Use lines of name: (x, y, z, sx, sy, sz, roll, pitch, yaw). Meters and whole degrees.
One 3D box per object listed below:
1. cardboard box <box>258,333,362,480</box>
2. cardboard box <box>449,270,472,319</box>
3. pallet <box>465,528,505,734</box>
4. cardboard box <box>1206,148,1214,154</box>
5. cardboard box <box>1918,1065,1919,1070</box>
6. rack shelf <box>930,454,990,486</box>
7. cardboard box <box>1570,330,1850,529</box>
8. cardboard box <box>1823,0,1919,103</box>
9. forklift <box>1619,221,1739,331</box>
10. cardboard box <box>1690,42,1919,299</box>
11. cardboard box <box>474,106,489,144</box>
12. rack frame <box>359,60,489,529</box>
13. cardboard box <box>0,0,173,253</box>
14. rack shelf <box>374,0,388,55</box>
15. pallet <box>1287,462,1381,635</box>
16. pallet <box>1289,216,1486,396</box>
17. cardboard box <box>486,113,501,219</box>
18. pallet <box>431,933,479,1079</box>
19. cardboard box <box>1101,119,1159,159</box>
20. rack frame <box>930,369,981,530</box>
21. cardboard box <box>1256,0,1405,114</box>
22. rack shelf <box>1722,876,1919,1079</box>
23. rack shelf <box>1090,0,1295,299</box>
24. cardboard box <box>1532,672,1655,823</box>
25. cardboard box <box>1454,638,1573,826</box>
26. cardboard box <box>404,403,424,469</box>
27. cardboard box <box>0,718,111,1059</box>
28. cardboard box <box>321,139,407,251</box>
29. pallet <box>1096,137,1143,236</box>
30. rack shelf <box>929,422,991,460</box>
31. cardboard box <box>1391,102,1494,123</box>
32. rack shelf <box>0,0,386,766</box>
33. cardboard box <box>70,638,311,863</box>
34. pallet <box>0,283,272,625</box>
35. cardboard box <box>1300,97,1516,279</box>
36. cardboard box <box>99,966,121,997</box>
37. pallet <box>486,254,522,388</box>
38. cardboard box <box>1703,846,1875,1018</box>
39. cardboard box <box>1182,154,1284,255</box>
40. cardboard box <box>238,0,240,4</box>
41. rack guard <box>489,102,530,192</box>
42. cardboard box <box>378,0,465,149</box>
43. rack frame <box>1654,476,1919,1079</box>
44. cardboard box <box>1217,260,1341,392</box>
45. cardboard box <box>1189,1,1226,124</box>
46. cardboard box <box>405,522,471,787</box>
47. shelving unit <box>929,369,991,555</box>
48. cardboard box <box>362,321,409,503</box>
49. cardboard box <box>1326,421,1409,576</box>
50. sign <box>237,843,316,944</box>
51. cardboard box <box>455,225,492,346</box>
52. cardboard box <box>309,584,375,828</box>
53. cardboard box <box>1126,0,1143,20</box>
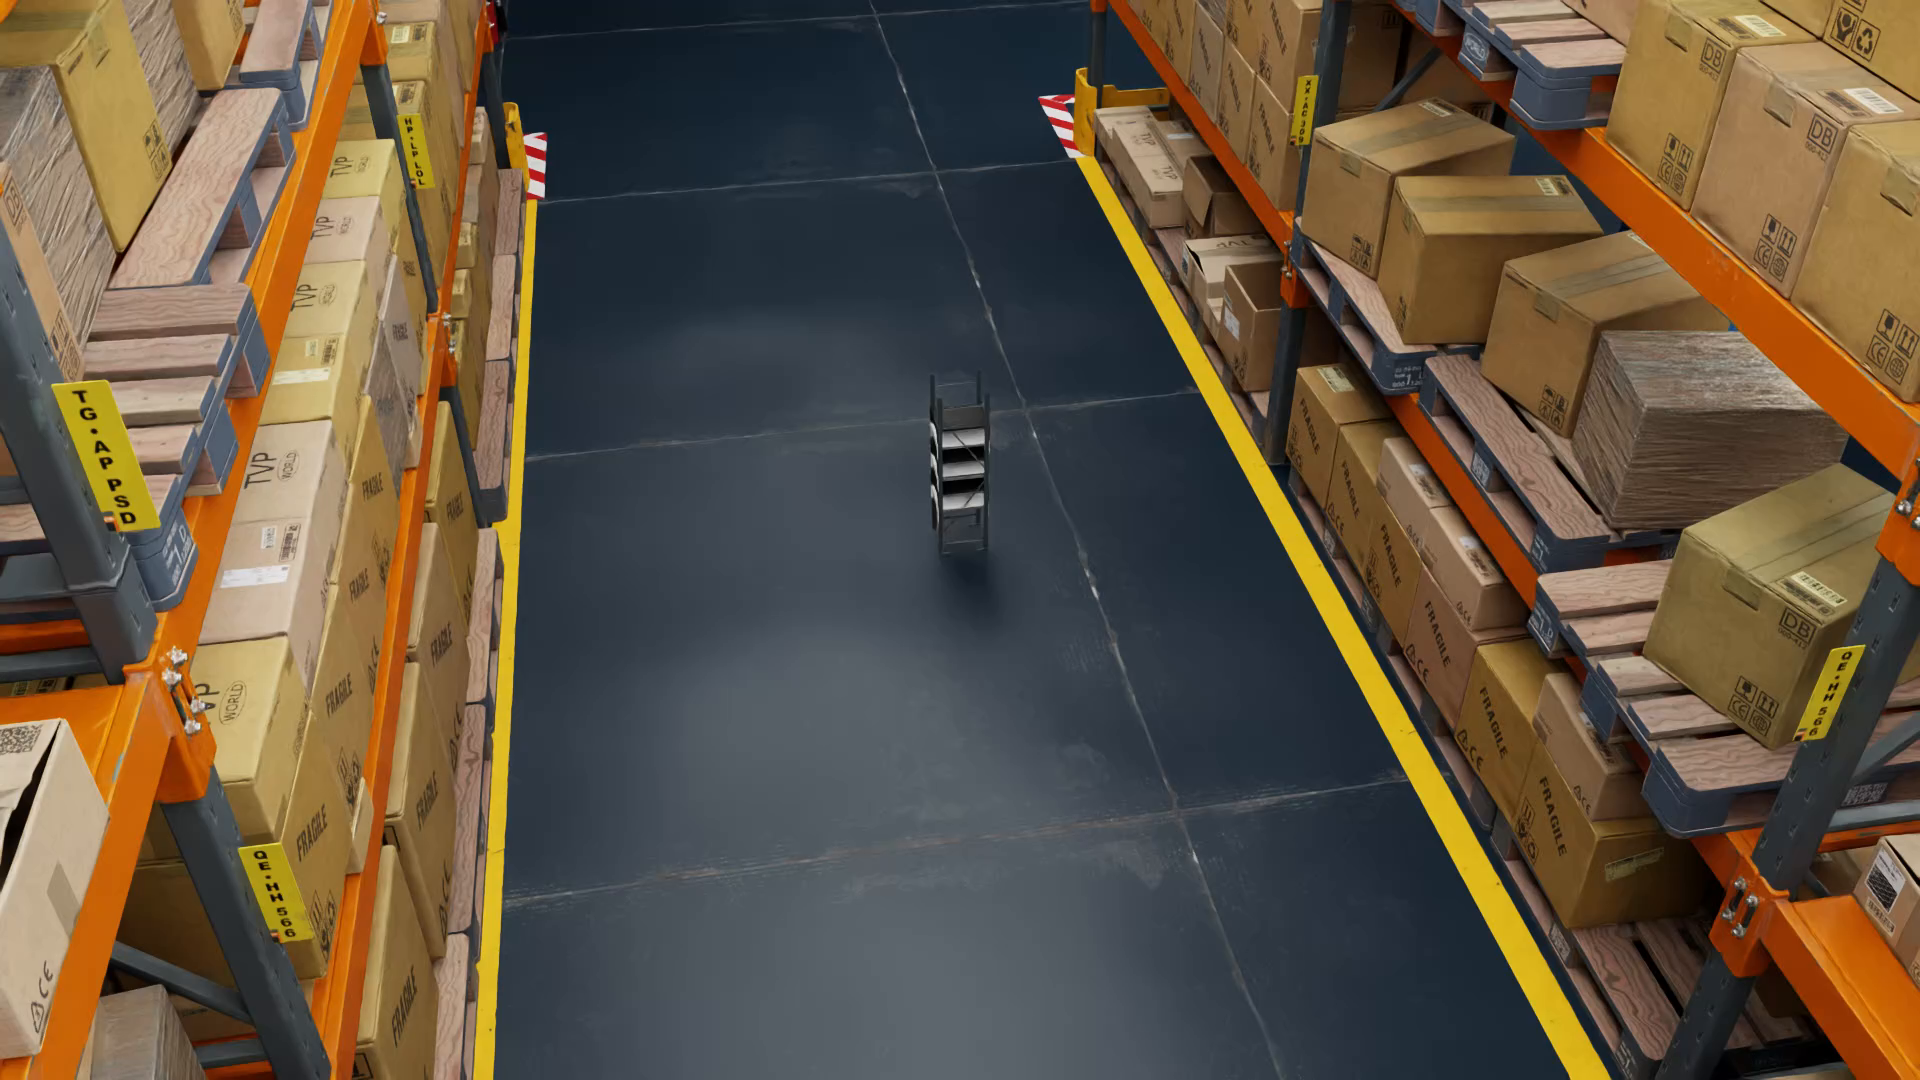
cardboard box: (-2.198, -0.399, 5.268, 0.500, 0.250, 0.500, -7, 38, -9)
cardboard box: (-2.702, -1.243, 8.471, 0.380, 0.149, 0.250, -5, 38, -6)
pallet: (-2.582, 0.440, 7.411, 1.003, 0.211, 1.213, -6, 38, -8)
cardboard box: (1.859, -2.279, 10.521, 0.500, 0.250, 0.500, -6, 38, -8)
cardboard box: (2.752, 1.358, 4.029, 0.500, 0.311, 0.500, -7, 38, -8)
rack shelf: (-0.001, -0.334, 7.901, 0.258, 0.077, 0.200, -6, 38, -8)
cardboard box: (2.593, -0.384, 5.776, 0.700, 0.500, 0.500, 0, 38, 1)
cardboard box: (2.627, -1.429, 4.203, 0.500, 0.500, 0.500, -6, 38, -8)
forklift: (5.163, -2.289, 8.708, 3.031, 2.935, 1.130, -12, 40, -15)
cardboard box: (2.587, -1.030, 4.504, 0.910, 0.500, 0.500, -6, 38, -8)
cardboard box: (-3.069, -2.500, 10.089, 0.380, 0.149, 0.250, -7, 38, -8)
rack frame: (-2.791, -1.119, 7.145, 1.000, 3.000, 0.127, -6, 38, -8)
cardboard box: (-2.460, -1.037, 4.155, 0.700, 0.500, 0.500, -4, 38, -6)
rack shelf: (-3.142, -3.227, 8.000, 1.077, 0.370, 4.000, -6, 38, -8)
pallet: (2.265, -0.065, 8.062, 1.003, 0.211, 1.213, -6, 38, -8)
pallet: (2.118, -1.084, 7.256, 1.003, 0.211, 1.213, -6, 38, -8)
cardboard box: (-3.271, -2.301, 10.362, 0.700, 0.500, 0.500, -6, 38, -8)
pallet: (-2.154, 1.914, 5.514, 1.003, 0.211, 1.213, -6, 38, -8)
cardboard box: (1.163, -2.684, 11.110, 0.380, 0.166, 0.250, -6, 38, -8)
rack frame: (-0.019, -0.422, 7.959, 0.240, 0.900, 0.006, -6, 38, -8)
cardboard box: (1.741, -2.366, 7.854, 0.500, 0.500, 0.500, -6, 38, -8)
rack shelf: (3.137, 2.254, 3.390, 1.077, 0.370, 4.000, -6, 38, -8)
rack shelf: (1.734, -2.578, 9.609, 1.077, 0.370, 4.000, -6, 38, -8)
cardboard box: (2.377, 0.706, 5.864, 0.500, 0.250, 0.500, -5, 38, -6)
cardboard box: (2.301, 0.723, 6.453, 0.500, 0.500, 0.500, -8, 38, -10)
cardboard box: (-2.281, -0.389, 6.394, 0.380, 0.149, 0.250, -6, 38, -8)
cardboard box: (-1.698, 0.546, 2.614, 0.500, 0.311, 0.500, -6, 38, -8)
cardboard box: (-2.458, -1.325, 6.459, 0.500, 0.250, 0.500, -5, 38, -7)
pallet: (1.538, -2.441, 11.120, 1.003, 0.211, 1.213, -6, 38, -8)
rack shelf: (-0.001, -0.476, 7.790, 0.258, 0.077, 0.200, -6, 38, -8)
cardboard box: (2.264, -2.030, 8.237, 0.500, 0.500, 0.500, -5, 38, -7)
rack shelf: (-2.441, -0.811, 4.890, 1.077, 0.370, 4.000, -6, 38, -8)
cardboard box: (-1.921, 0.517, 4.088, 0.500, 0.250, 0.500, -5, 38, -7)
pallet: (-2.255, -0.196, 3.666, 1.213, 0.211, 1.003, -5, 38, -6)
cardboard box: (1.948, -1.549, 7.275, 0.700, 0.500, 0.500, -19, 42, -23)
cardboard box: (-2.432, 0.875, 4.238, 0.500, 0.500, 0.500, -6, 38, -8)
pallet: (-3.065, -1.224, 9.553, 1.003, 0.211, 1.213, -6, 38, -8)
cardboard box: (2.988, 1.270, 5.749, 0.500, 0.500, 0.500, -5, 38, -6)
cardboard box: (1.751, -1.976, 9.925, 0.797, 0.503, 0.637, -6, 38, -8)
cardboard box: (-2.745, -1.973, 5.360, 0.700, 0.500, 0.500, -8, 39, -10)
rack guard: (-3.497, -2.562, 11.040, 1.175, 0.500, 0.348, -6, 38, -8)
cardboard box: (-3.130, -2.446, 8.610, 0.980, 0.700, 0.700, -8, 39, -10)
rack frame: (2.786, 0.762, 4.724, 1.000, 3.000, 0.127, -6, 38, -8)
cardboard box: (1.706, -1.154, 8.869, 0.500, 0.500, 0.500, -6, 38, -8)
cardboard box: (1.561, -2.589, 8.956, 0.500, 0.500, 0.500, -5, 38, -7)
cardboard box: (-2.391, 0.480, 6.498, 0.750, 0.750, 0.750, -5, 38, -7)
shelving unit: (-0.001, -0.360, 7.880, 0.258, 0.900, 0.210, -6, 38, -8)
cardboard box: (-2.283, -0.420, 5.906, 0.500, 0.500, 0.500, -6, 38, -8)
cardboard box: (2.034, -0.201, 7.643, 0.500, 0.500, 0.500, -6, 38, -7)
sign: (-1.557, 0.807, 3.787, 0.100, 0.325, 0.005, -6, 38, -8)
cardboard box: (-2.994, -1.374, 9.169, 0.700, 0.500, 0.500, -5, 38, -7)
cardboard box: (-2.006, 0.494, 4.729, 0.500, 0.500, 0.500, -5, 38, -6)
cardboard box: (1.298, -3.502, 10.131, 0.500, 0.500, 0.500, -7, 38, -8)
